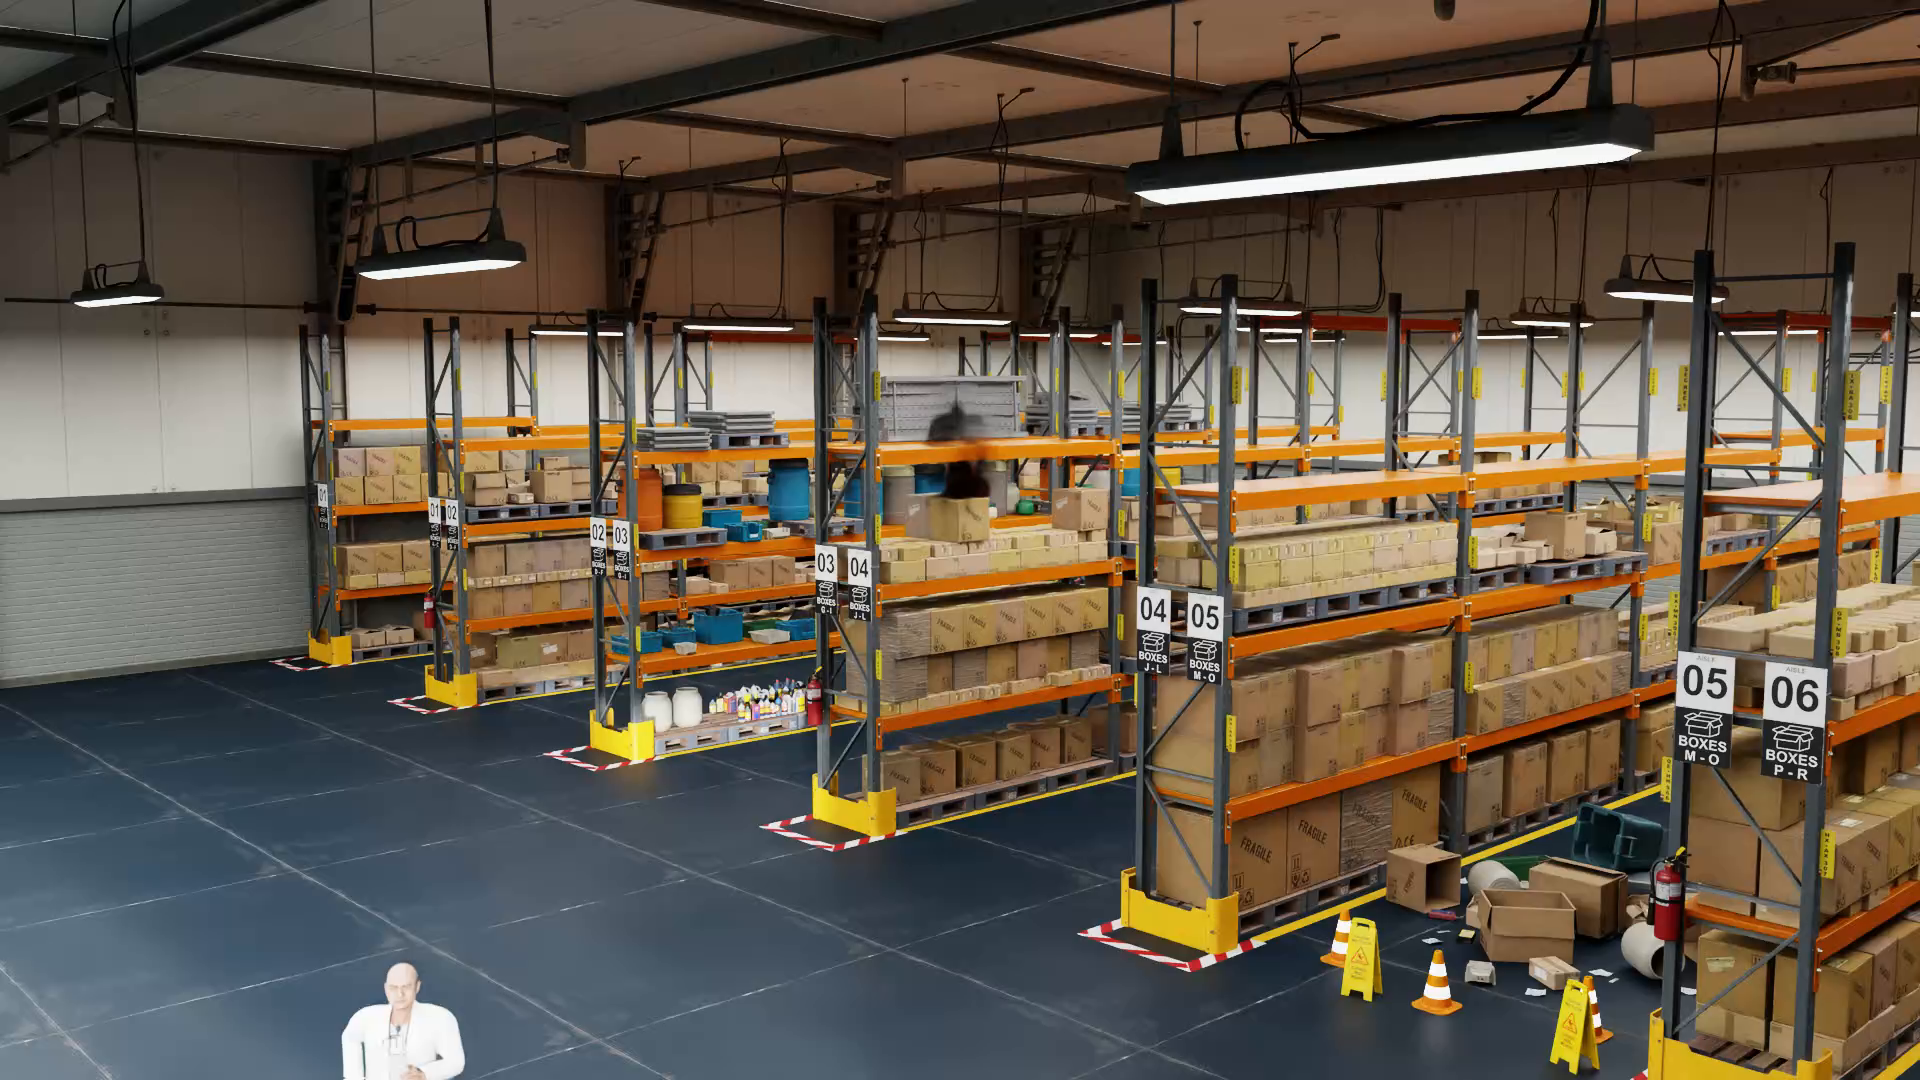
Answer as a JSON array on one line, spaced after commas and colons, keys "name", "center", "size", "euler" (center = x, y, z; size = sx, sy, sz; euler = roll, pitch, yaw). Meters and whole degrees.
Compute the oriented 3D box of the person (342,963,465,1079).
[{"name": "person", "center": [-3.172, 3.313, 9.502], "size": [0.678, 1.833, 0.898], "euler": [-2, 6, -16]}]
